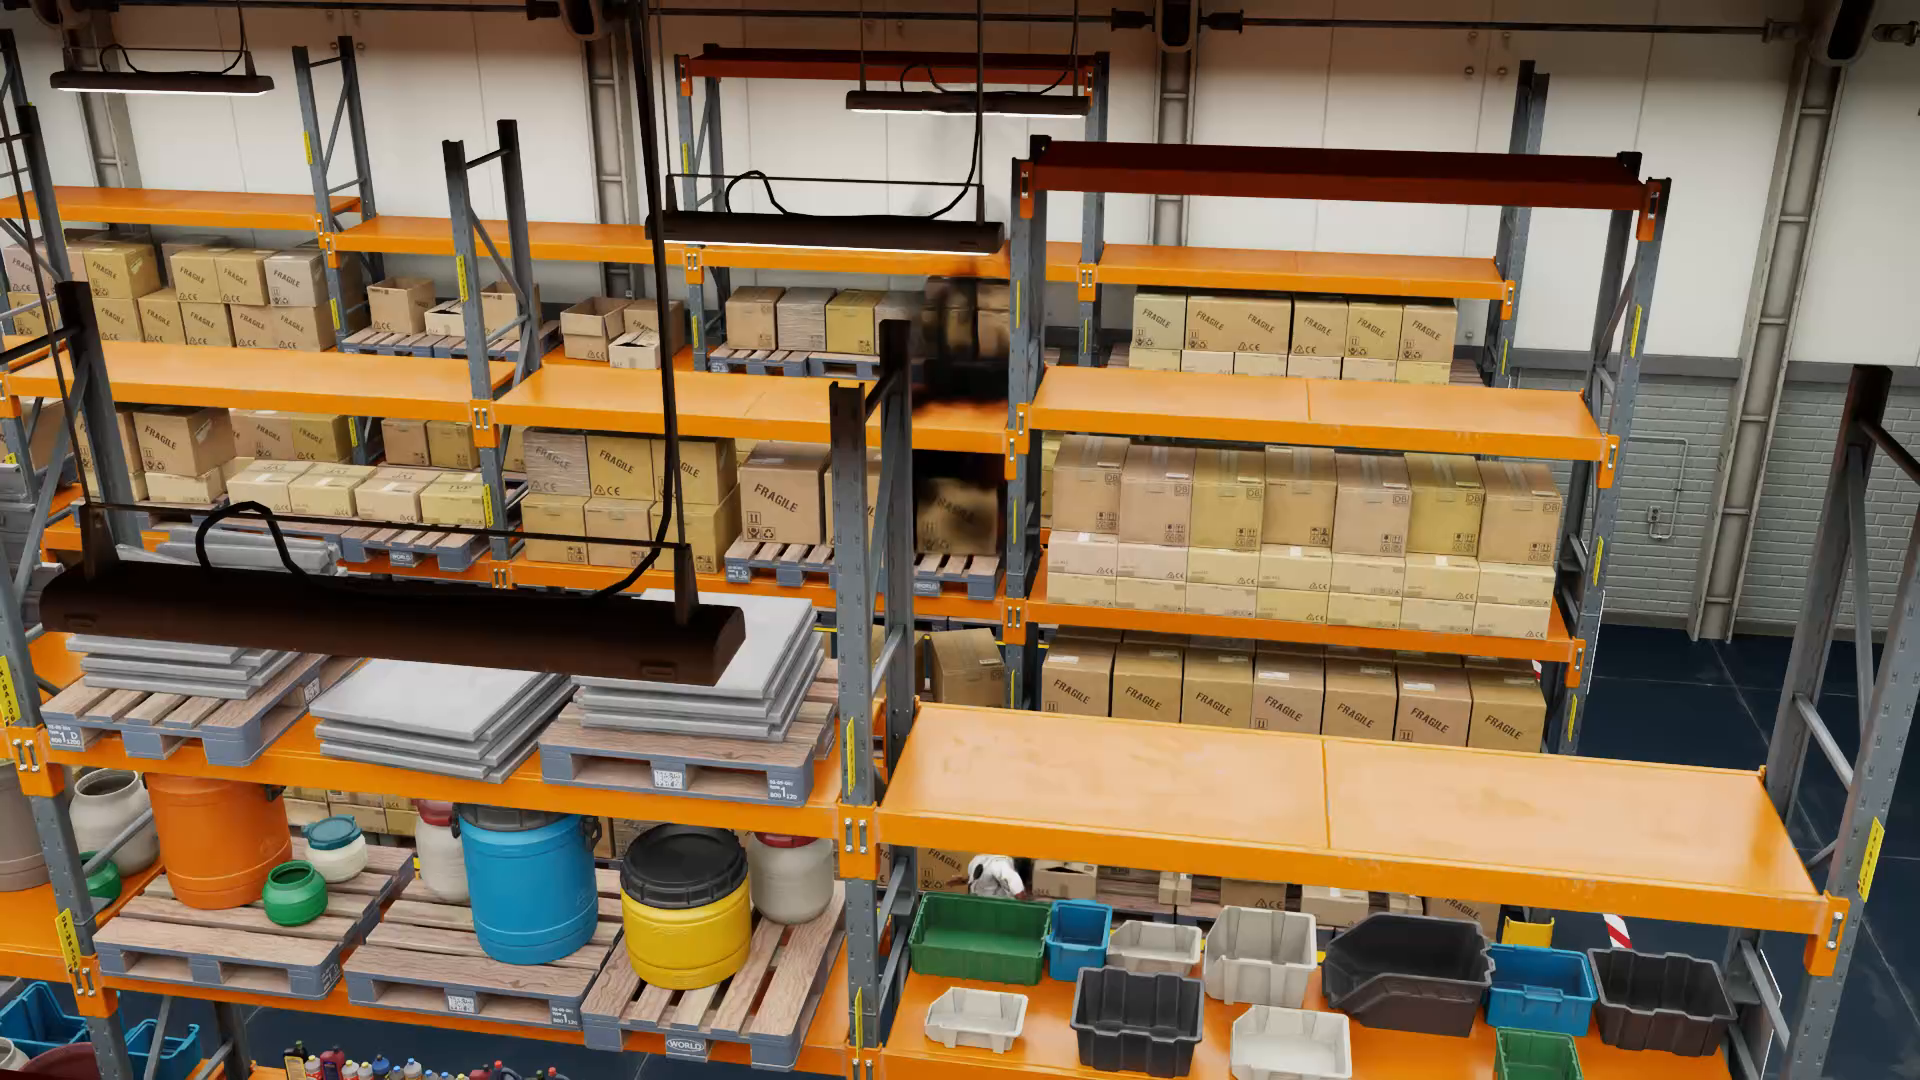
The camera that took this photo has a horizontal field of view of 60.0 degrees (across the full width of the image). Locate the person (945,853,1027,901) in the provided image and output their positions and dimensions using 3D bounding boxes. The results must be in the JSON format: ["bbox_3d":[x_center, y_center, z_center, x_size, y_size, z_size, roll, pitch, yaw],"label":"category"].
[{"bbox_3d":[0.255,2.611,11.371,0.797,1.739,0.586,2,23,4],"label":"person"}]
